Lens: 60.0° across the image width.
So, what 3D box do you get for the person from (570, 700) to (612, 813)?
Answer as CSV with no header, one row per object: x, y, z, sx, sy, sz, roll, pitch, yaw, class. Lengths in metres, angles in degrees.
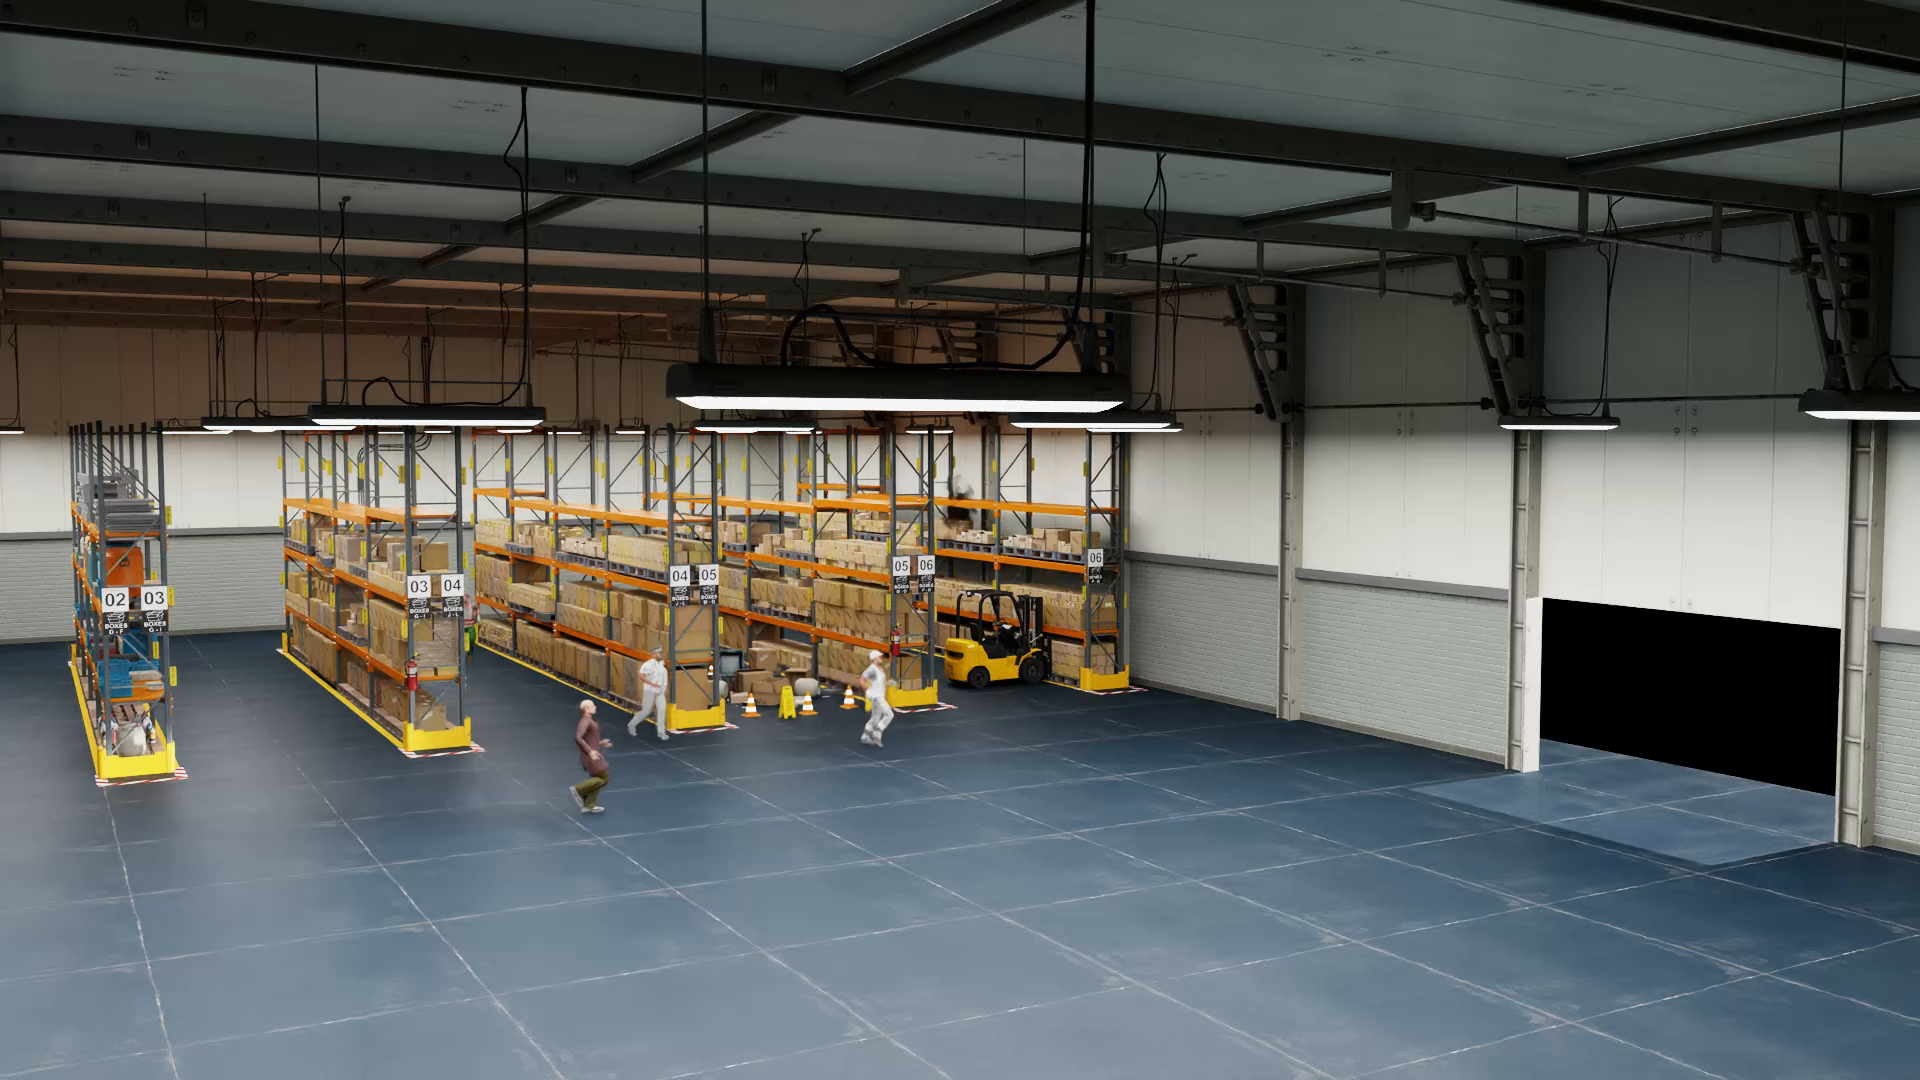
-5.620,3.292,25.319,0.635,1.730,0.708,-1,4,-12,person

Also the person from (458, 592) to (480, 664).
-12.511,2.226,42.202,0.673,1.820,0.902,-2,4,-23,person

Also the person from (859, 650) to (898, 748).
-1.500,2.931,30.691,0.709,1.792,0.640,0,4,8,person

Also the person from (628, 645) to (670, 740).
-5.788,2.883,31.656,0.974,1.751,0.735,3,4,37,person
